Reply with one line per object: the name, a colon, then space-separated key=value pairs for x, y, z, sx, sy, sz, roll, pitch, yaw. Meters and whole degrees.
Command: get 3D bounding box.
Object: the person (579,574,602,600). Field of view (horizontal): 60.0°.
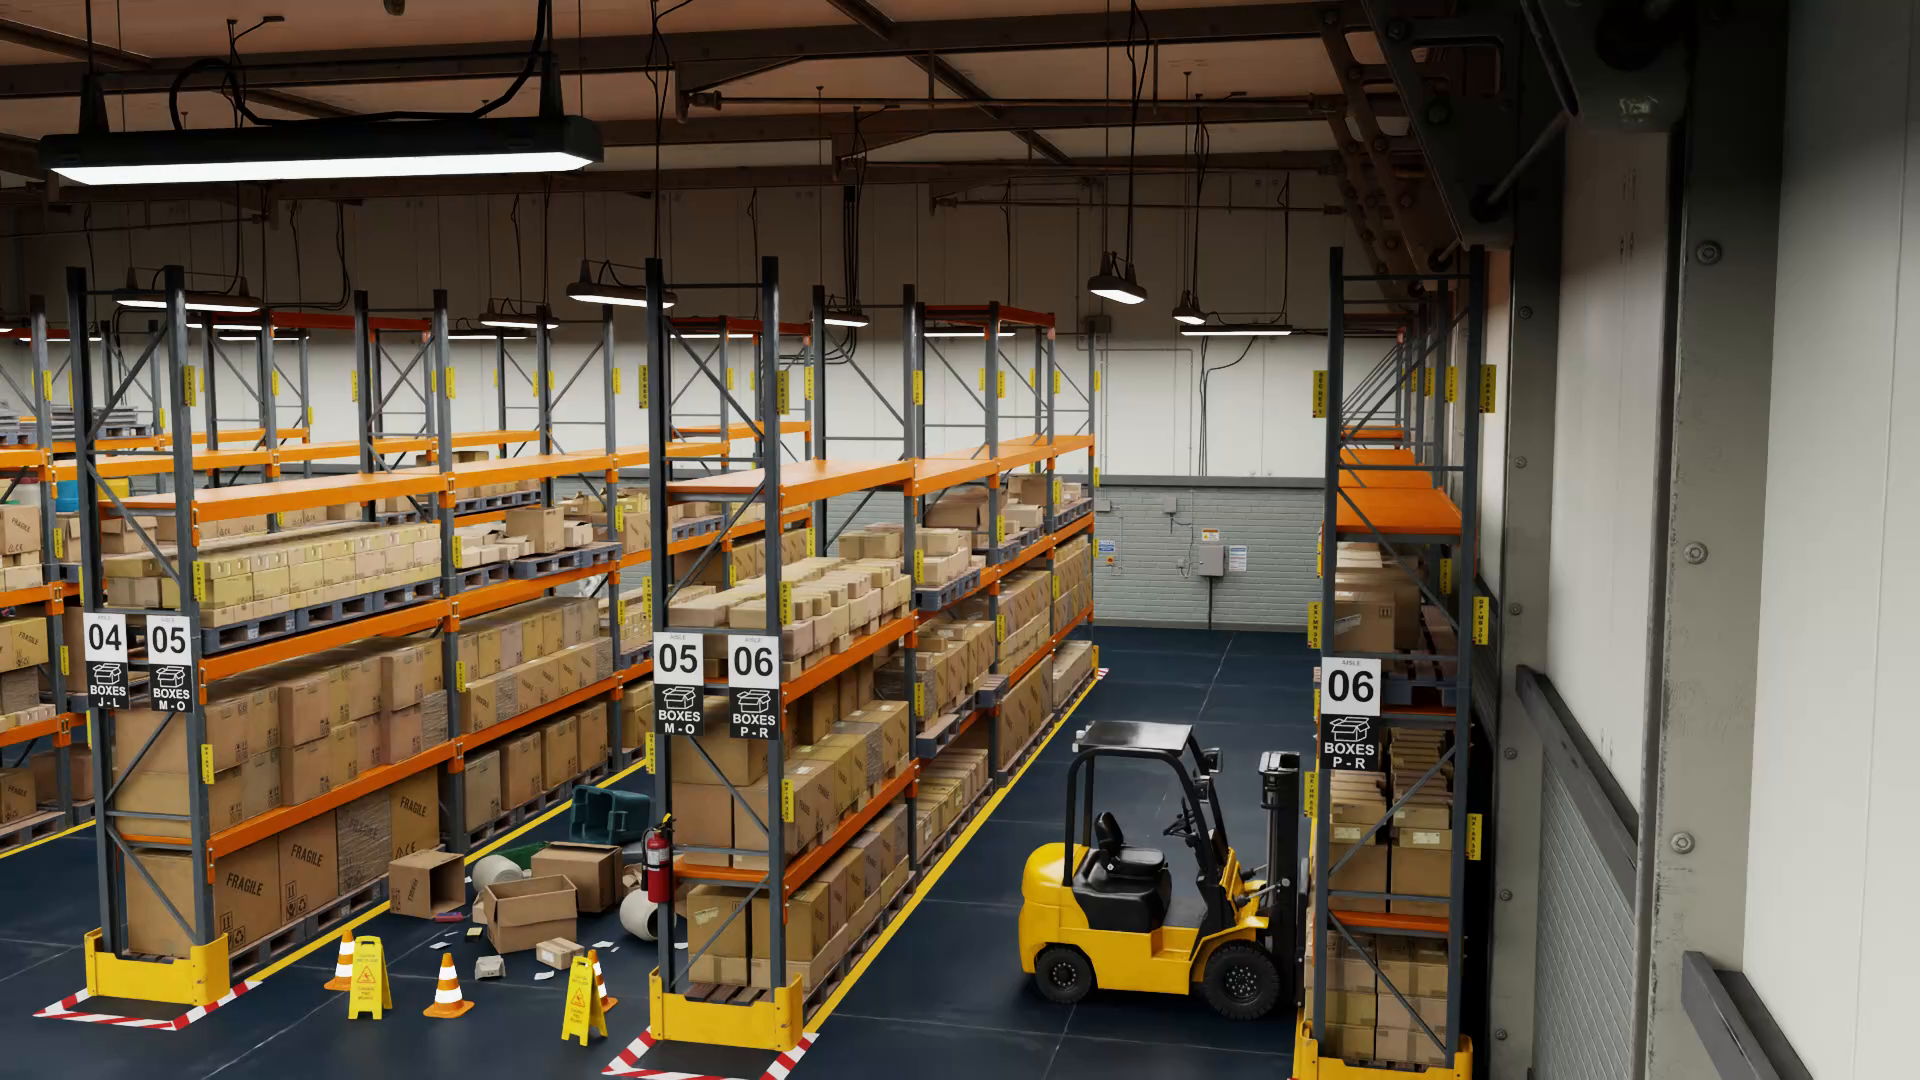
person: x=-7.097 y=1.134 z=31.468 sx=0.780 sy=1.703 sz=0.672 roll=2 pitch=6 yaw=20
